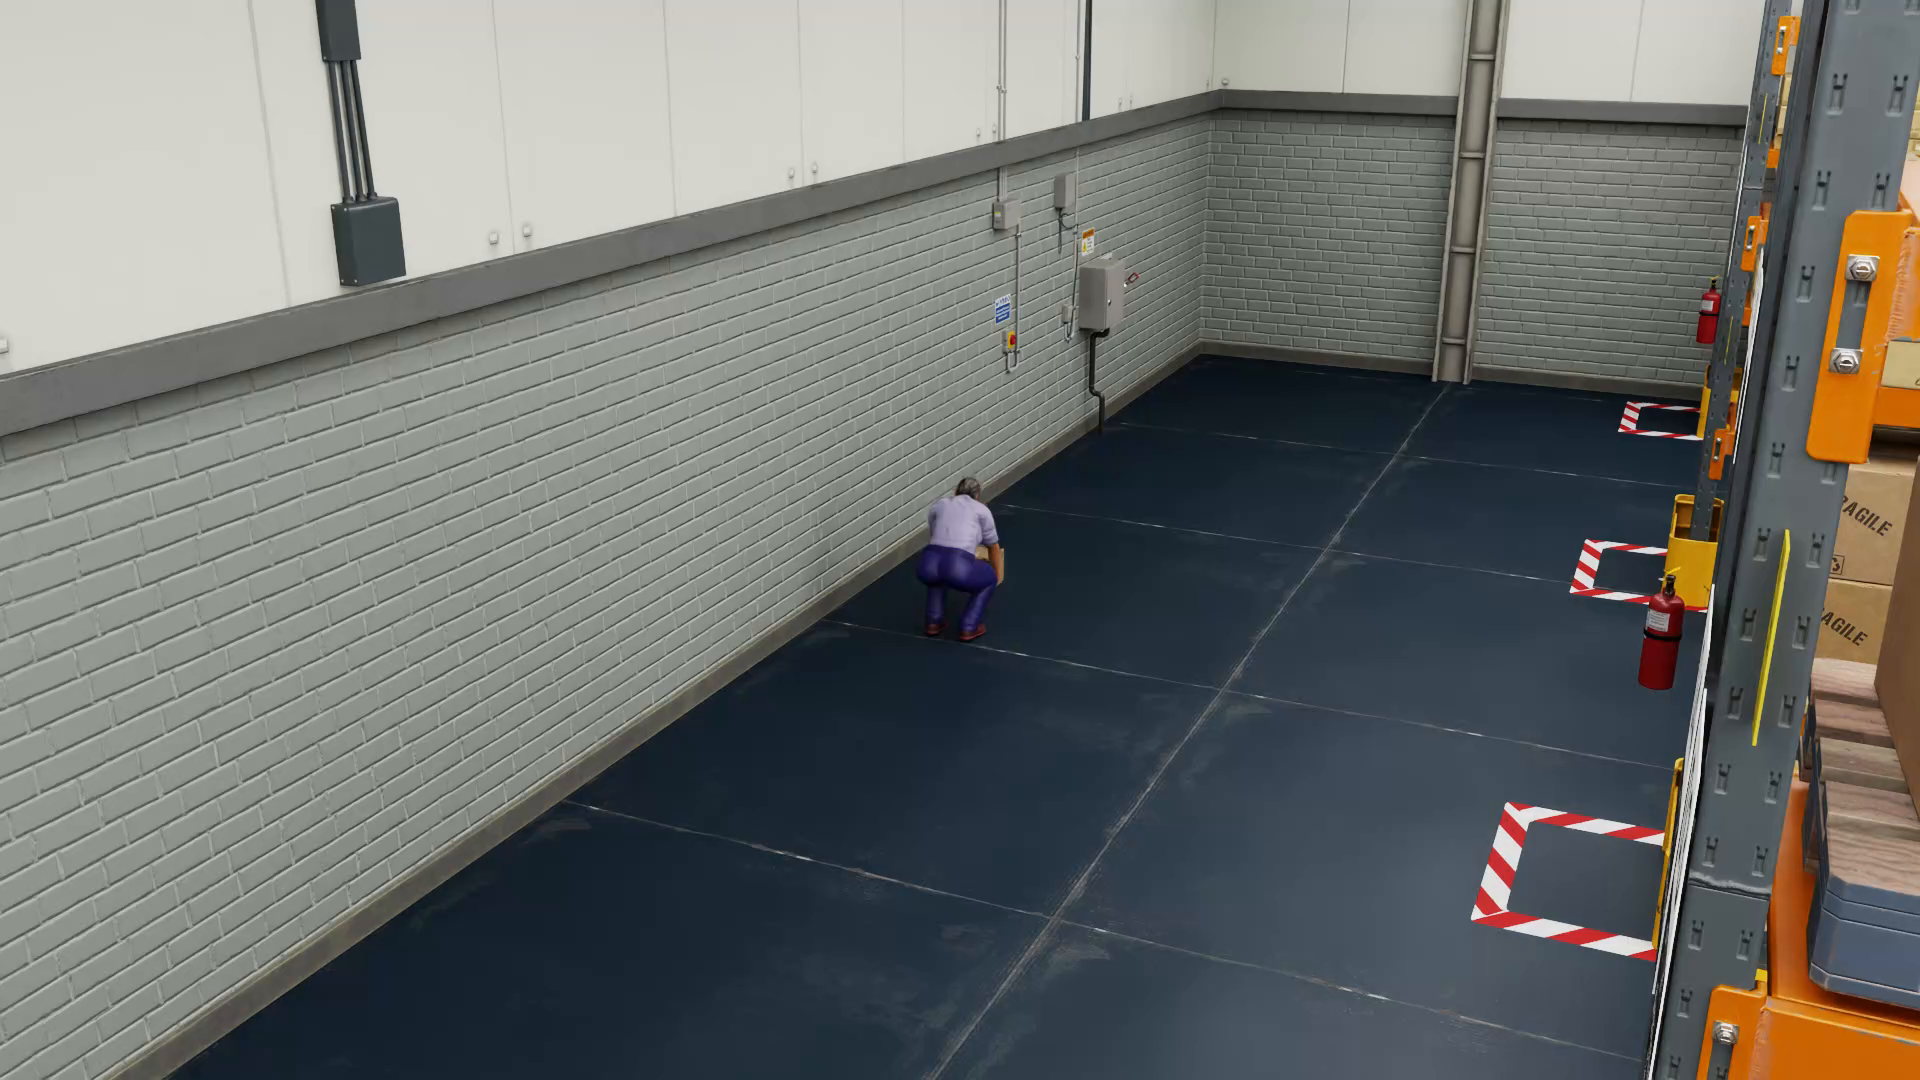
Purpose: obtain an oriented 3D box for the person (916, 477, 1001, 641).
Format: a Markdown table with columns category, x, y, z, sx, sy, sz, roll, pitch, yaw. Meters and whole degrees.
| category | x | y | z | sx | sy | sz | roll | pitch | yaw |
| --- | --- | --- | --- | --- | --- | --- | --- | --- | --- |
| person | -0.025 | 0.144 | 11.640 | 0.531 | 1.020 | 0.795 | 8 | 21 | 23 |
